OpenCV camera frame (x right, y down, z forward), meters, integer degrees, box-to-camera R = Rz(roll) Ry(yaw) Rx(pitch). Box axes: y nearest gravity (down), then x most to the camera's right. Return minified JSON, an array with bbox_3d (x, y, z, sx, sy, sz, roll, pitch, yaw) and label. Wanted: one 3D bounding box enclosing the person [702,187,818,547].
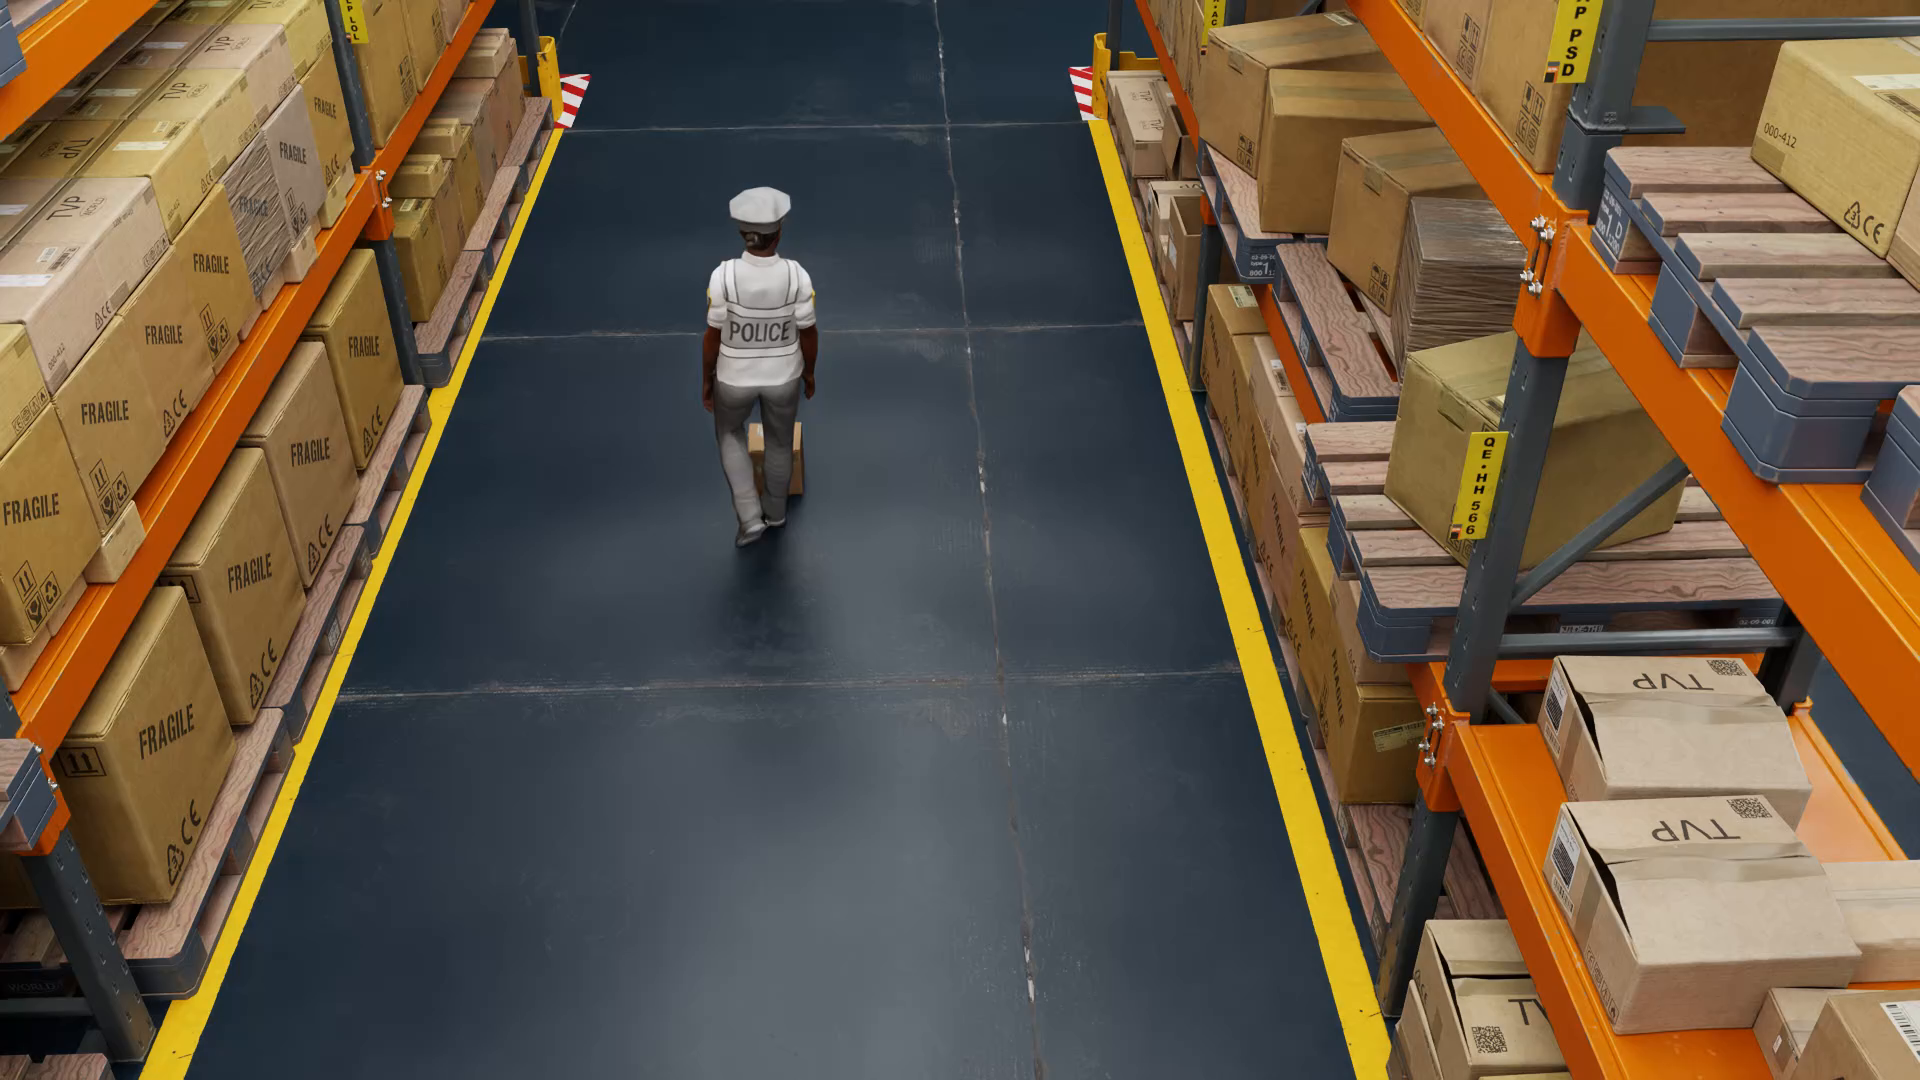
[{"bbox_3d":[-0.867,-0.718,7.172,0.508,1.703,0.528,-6,36,-9],"label":"person"}]
